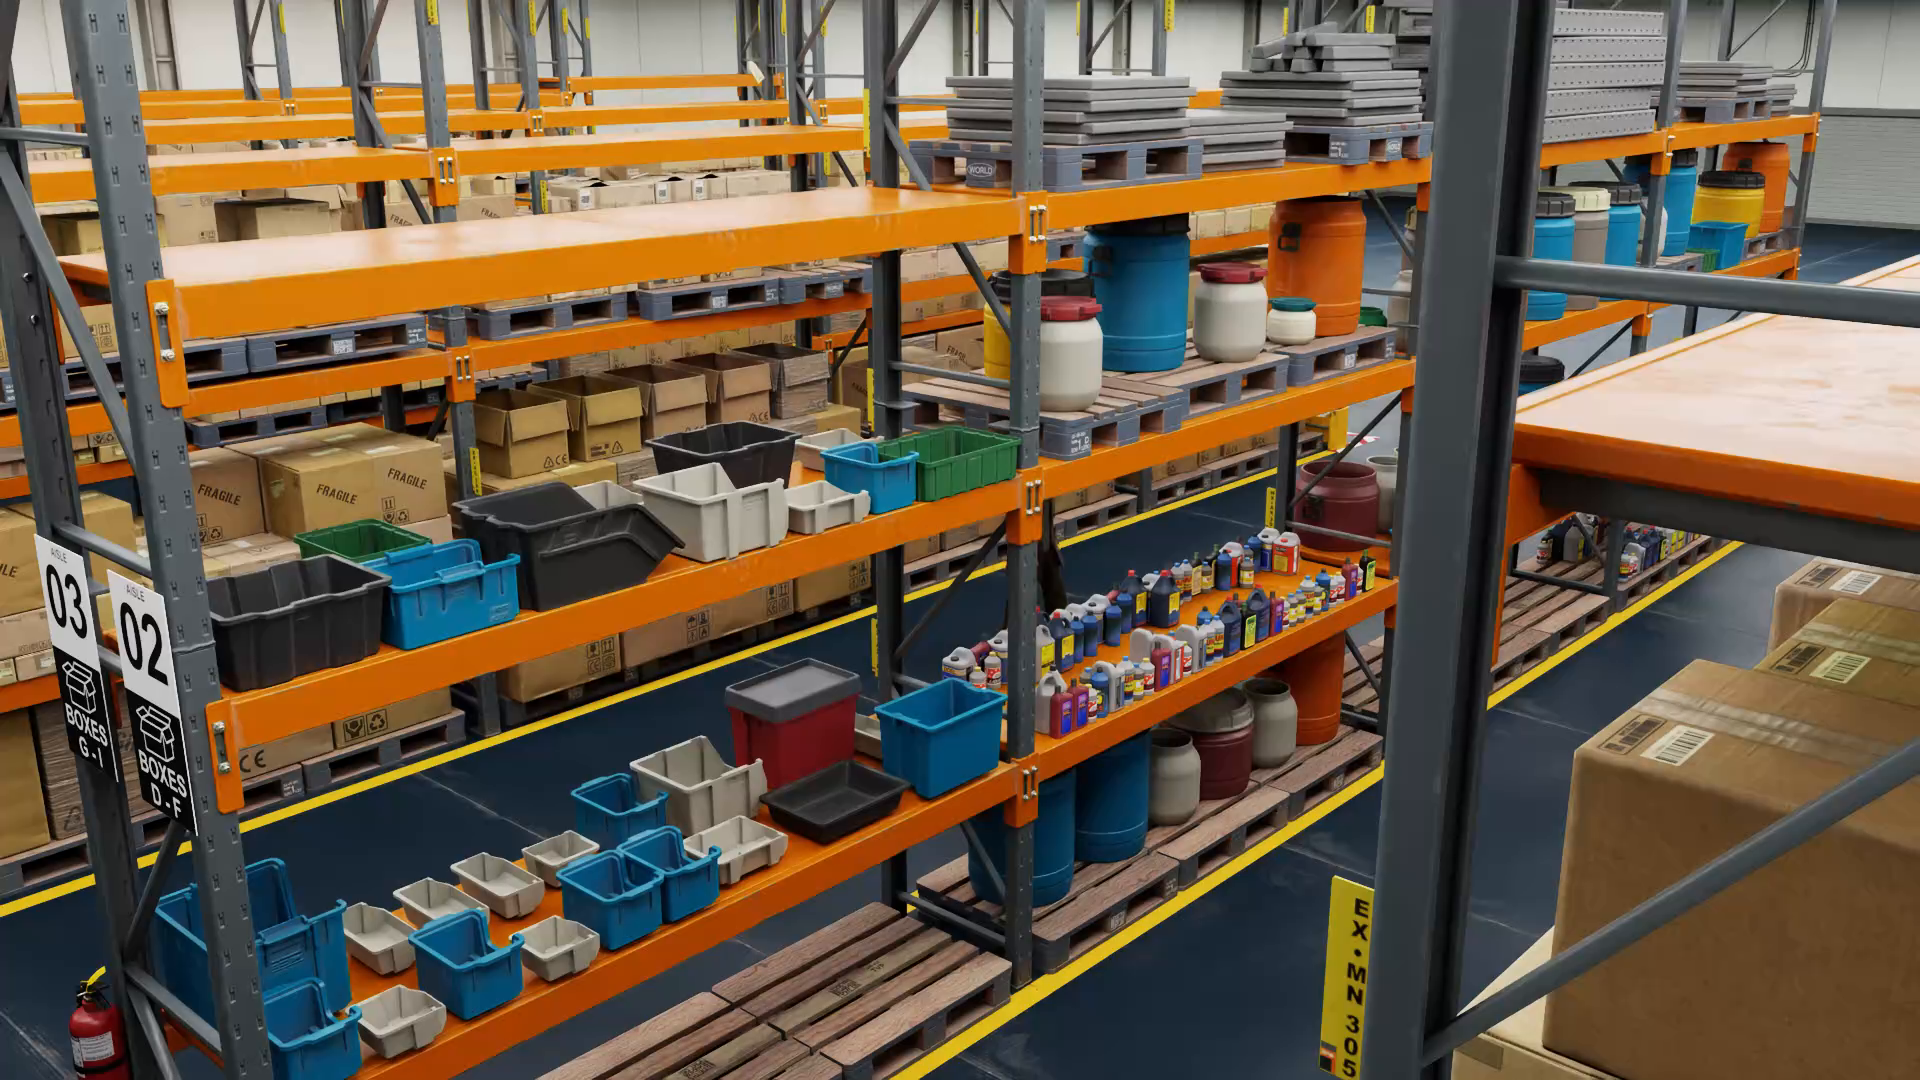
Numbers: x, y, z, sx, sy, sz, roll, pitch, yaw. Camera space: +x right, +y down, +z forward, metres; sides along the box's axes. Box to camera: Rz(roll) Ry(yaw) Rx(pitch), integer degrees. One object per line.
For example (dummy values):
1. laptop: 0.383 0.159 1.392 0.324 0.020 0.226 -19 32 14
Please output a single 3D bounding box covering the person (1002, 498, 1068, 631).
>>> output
1. person: 0.654 0.081 13.249 0.742 1.773 0.614 11 20 32
